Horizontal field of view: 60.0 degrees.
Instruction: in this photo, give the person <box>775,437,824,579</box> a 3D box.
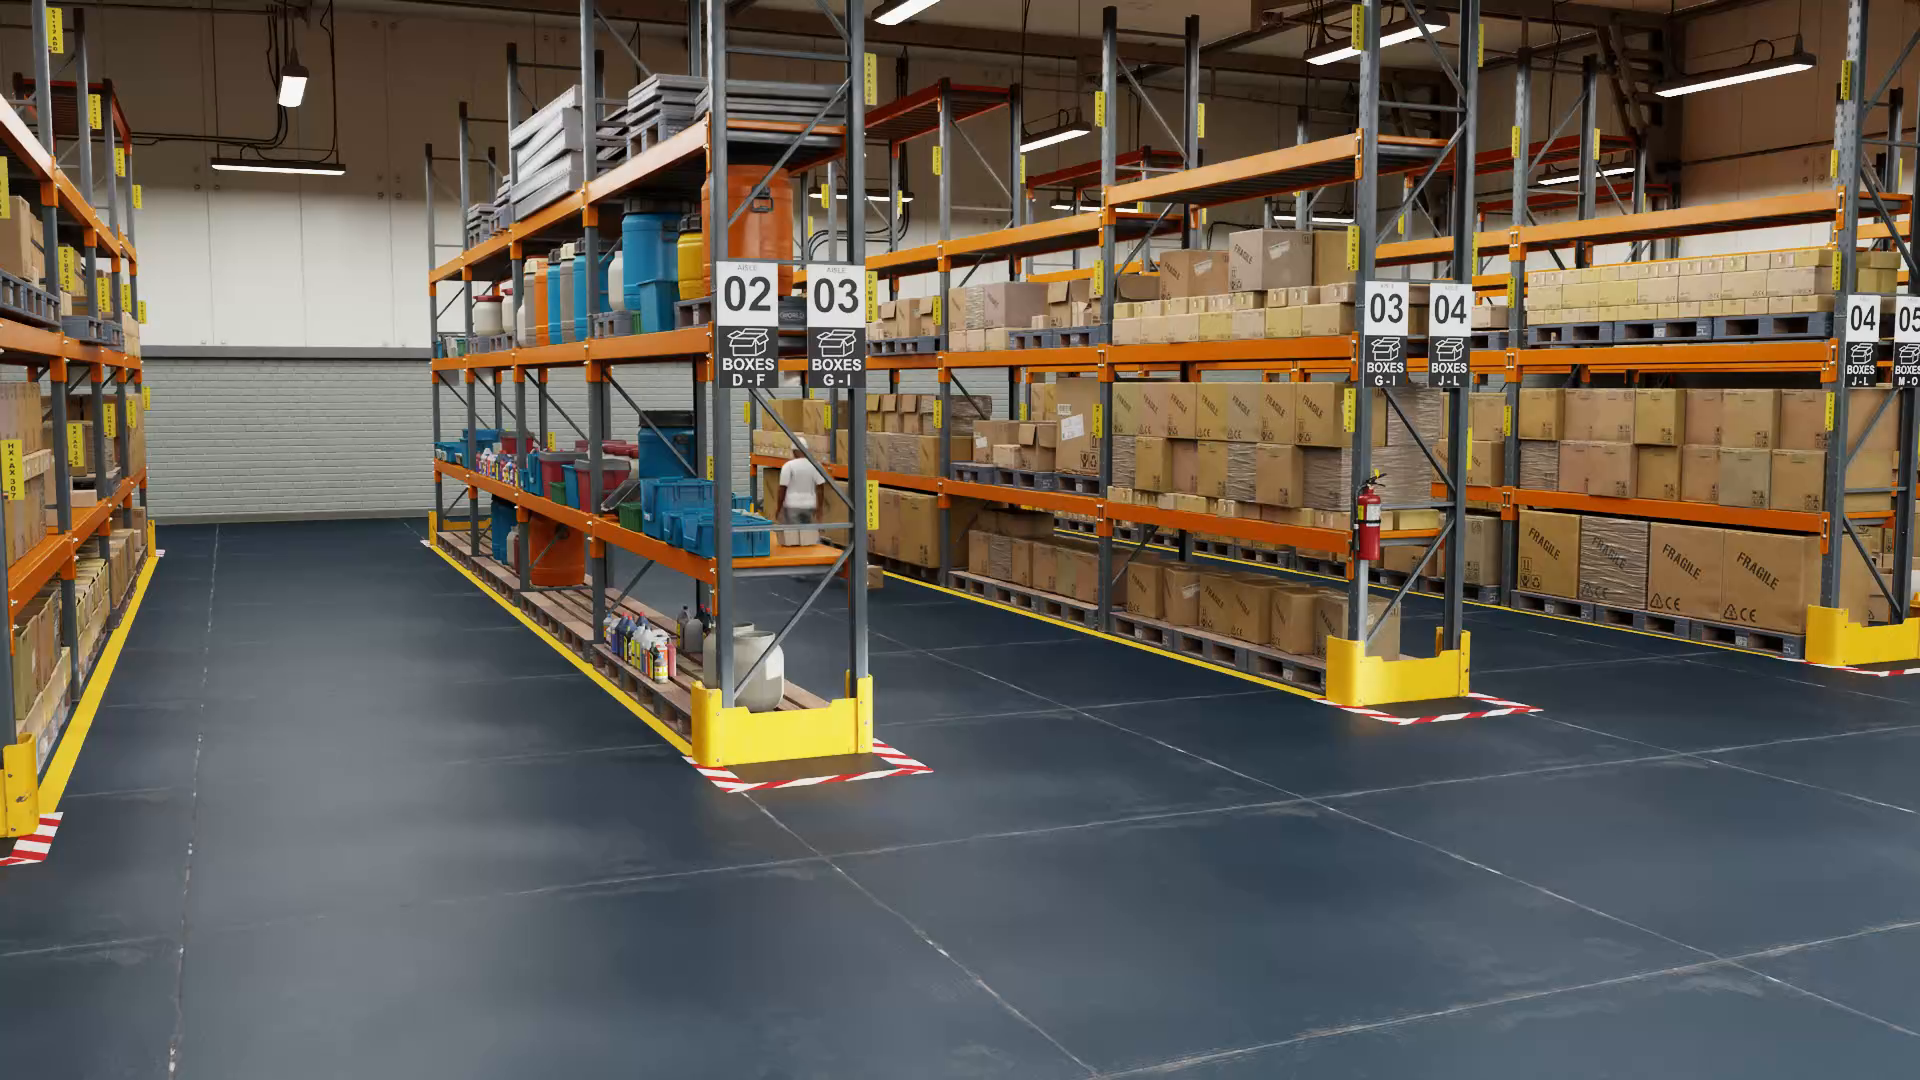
[{"bbox_3d":[-2.016,-0.395,20.682,0.578,1.781,0.458,-3,6,-33],"label":"person"}]
